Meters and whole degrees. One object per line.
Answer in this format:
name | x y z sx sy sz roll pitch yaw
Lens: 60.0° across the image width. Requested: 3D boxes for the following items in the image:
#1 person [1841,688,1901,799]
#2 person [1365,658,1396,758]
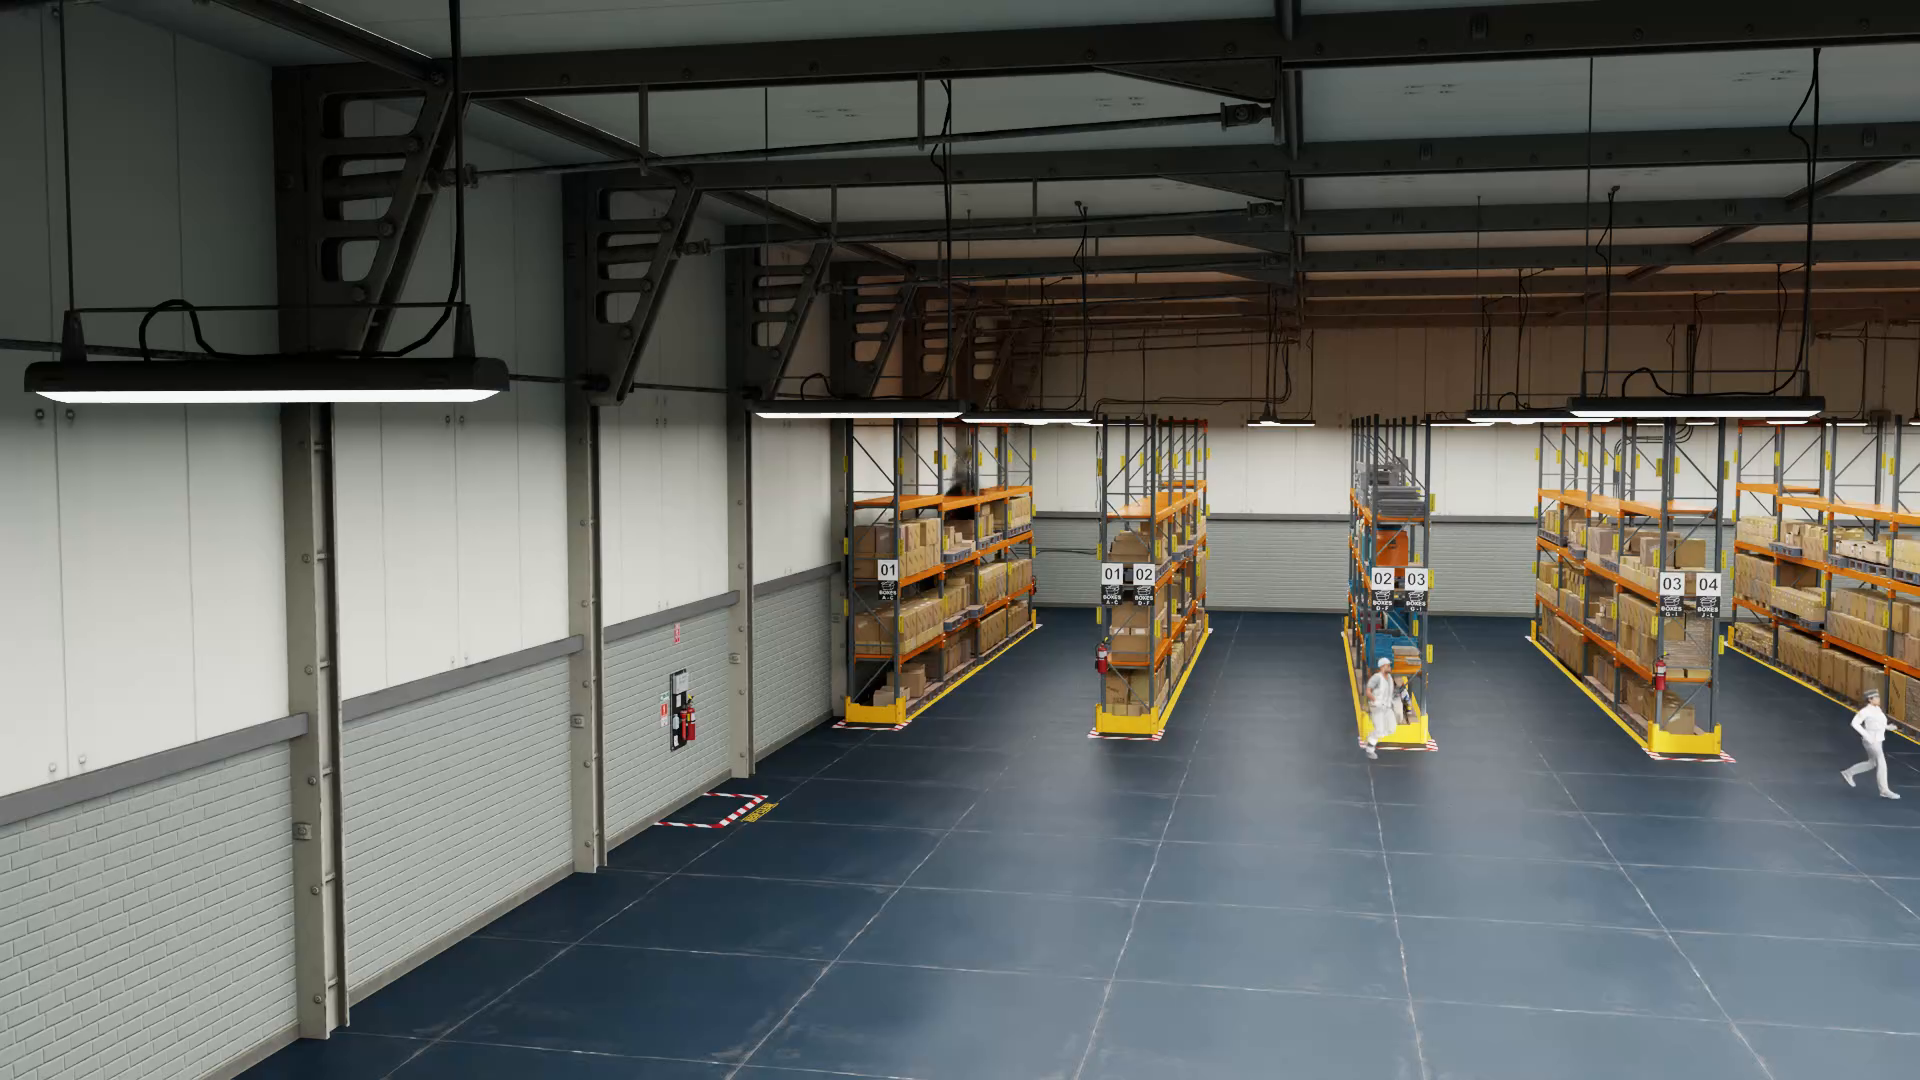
person | 14.228 3.146 25.942 0.622 1.660 0.887 -3 5 -41
person | 7.398 2.931 29.114 0.711 1.729 0.546 -3 5 -35
